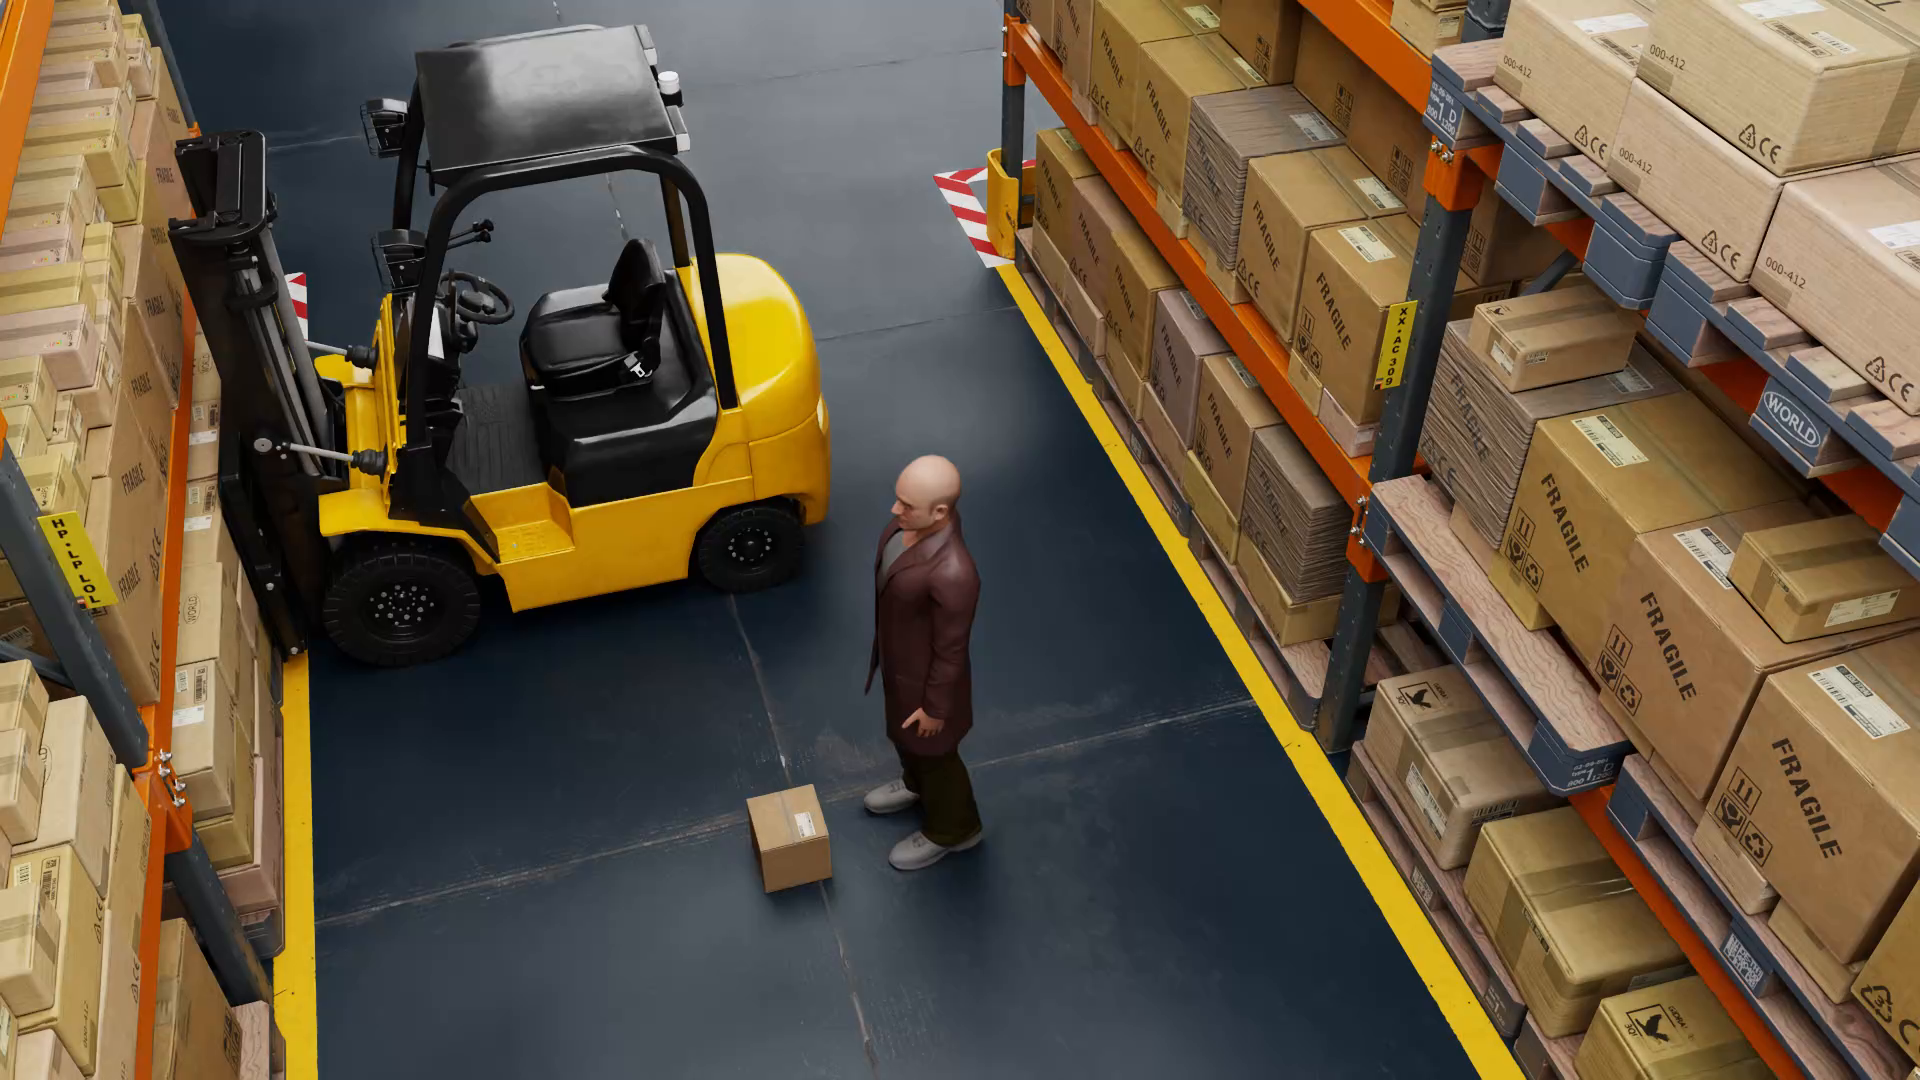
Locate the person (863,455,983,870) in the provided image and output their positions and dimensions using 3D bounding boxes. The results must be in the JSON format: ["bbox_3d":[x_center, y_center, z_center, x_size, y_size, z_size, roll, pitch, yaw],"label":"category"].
[{"bbox_3d":[-0.133,0.430,5.691,0.402,1.780,0.562,-11,43,-12],"label":"person"}]
